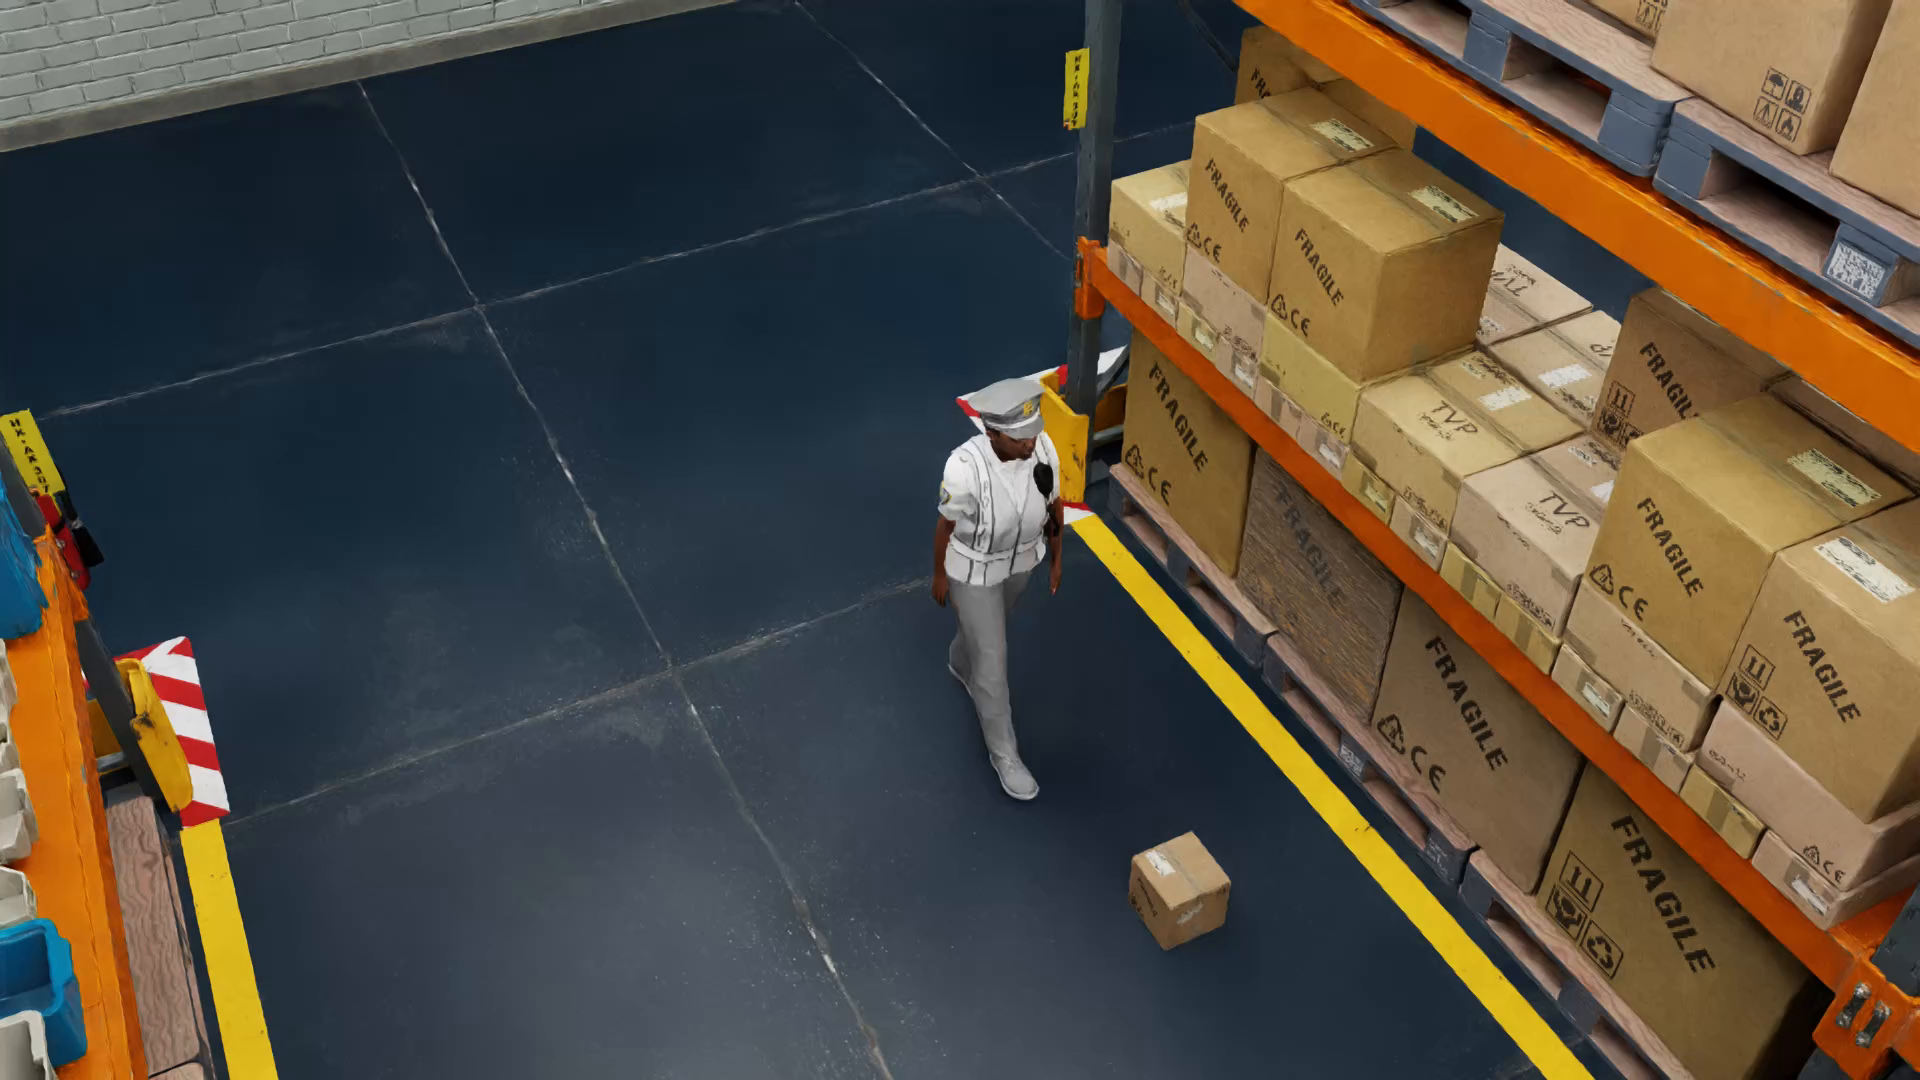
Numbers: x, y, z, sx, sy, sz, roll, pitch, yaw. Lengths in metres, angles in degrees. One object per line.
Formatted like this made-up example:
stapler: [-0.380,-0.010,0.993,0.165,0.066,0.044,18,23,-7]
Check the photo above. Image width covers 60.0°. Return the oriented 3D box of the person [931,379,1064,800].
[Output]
person: [0.180,0.111,6.009,0.467,1.636,0.792,-24,47,-24]
